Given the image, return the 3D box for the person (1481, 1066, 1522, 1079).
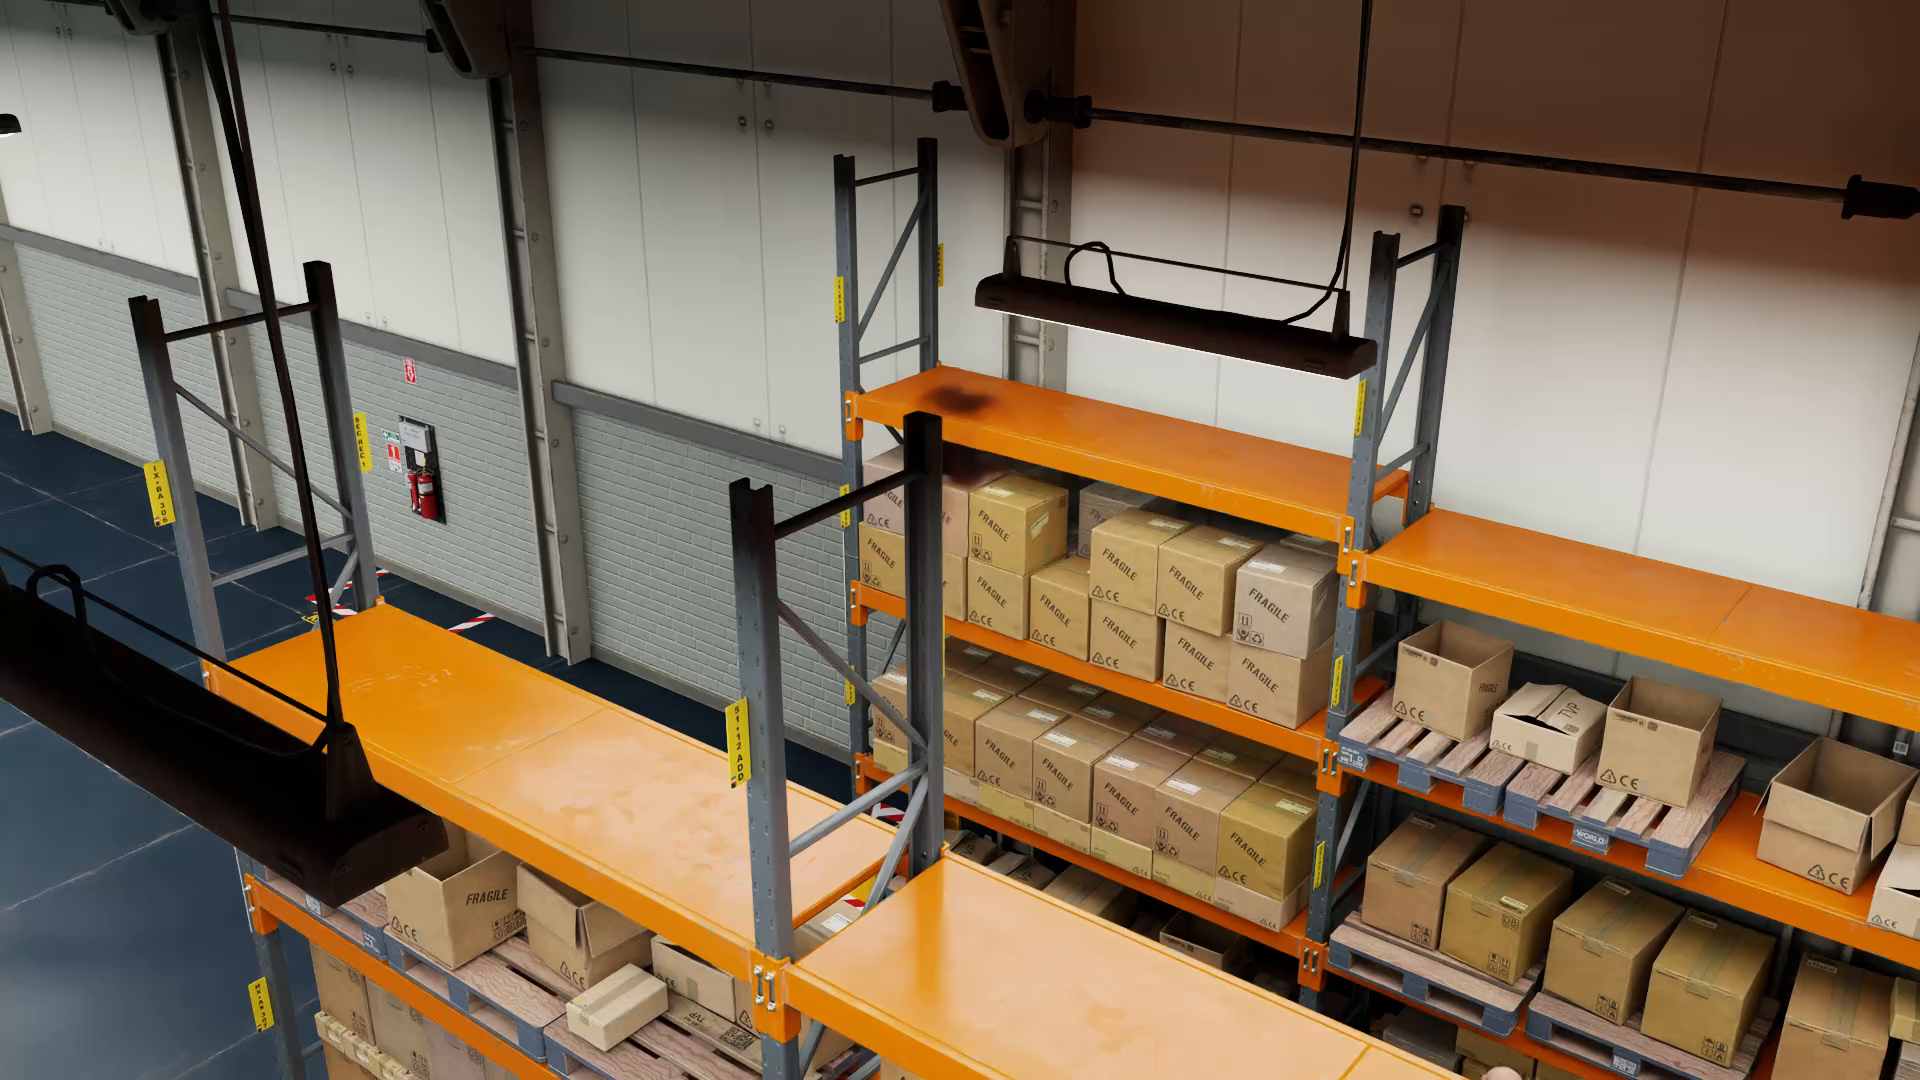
[{"bbox_3d":[2.925,3.680,9.522,1.067,1.734,0.641,17,28,35],"label":"person"}]
